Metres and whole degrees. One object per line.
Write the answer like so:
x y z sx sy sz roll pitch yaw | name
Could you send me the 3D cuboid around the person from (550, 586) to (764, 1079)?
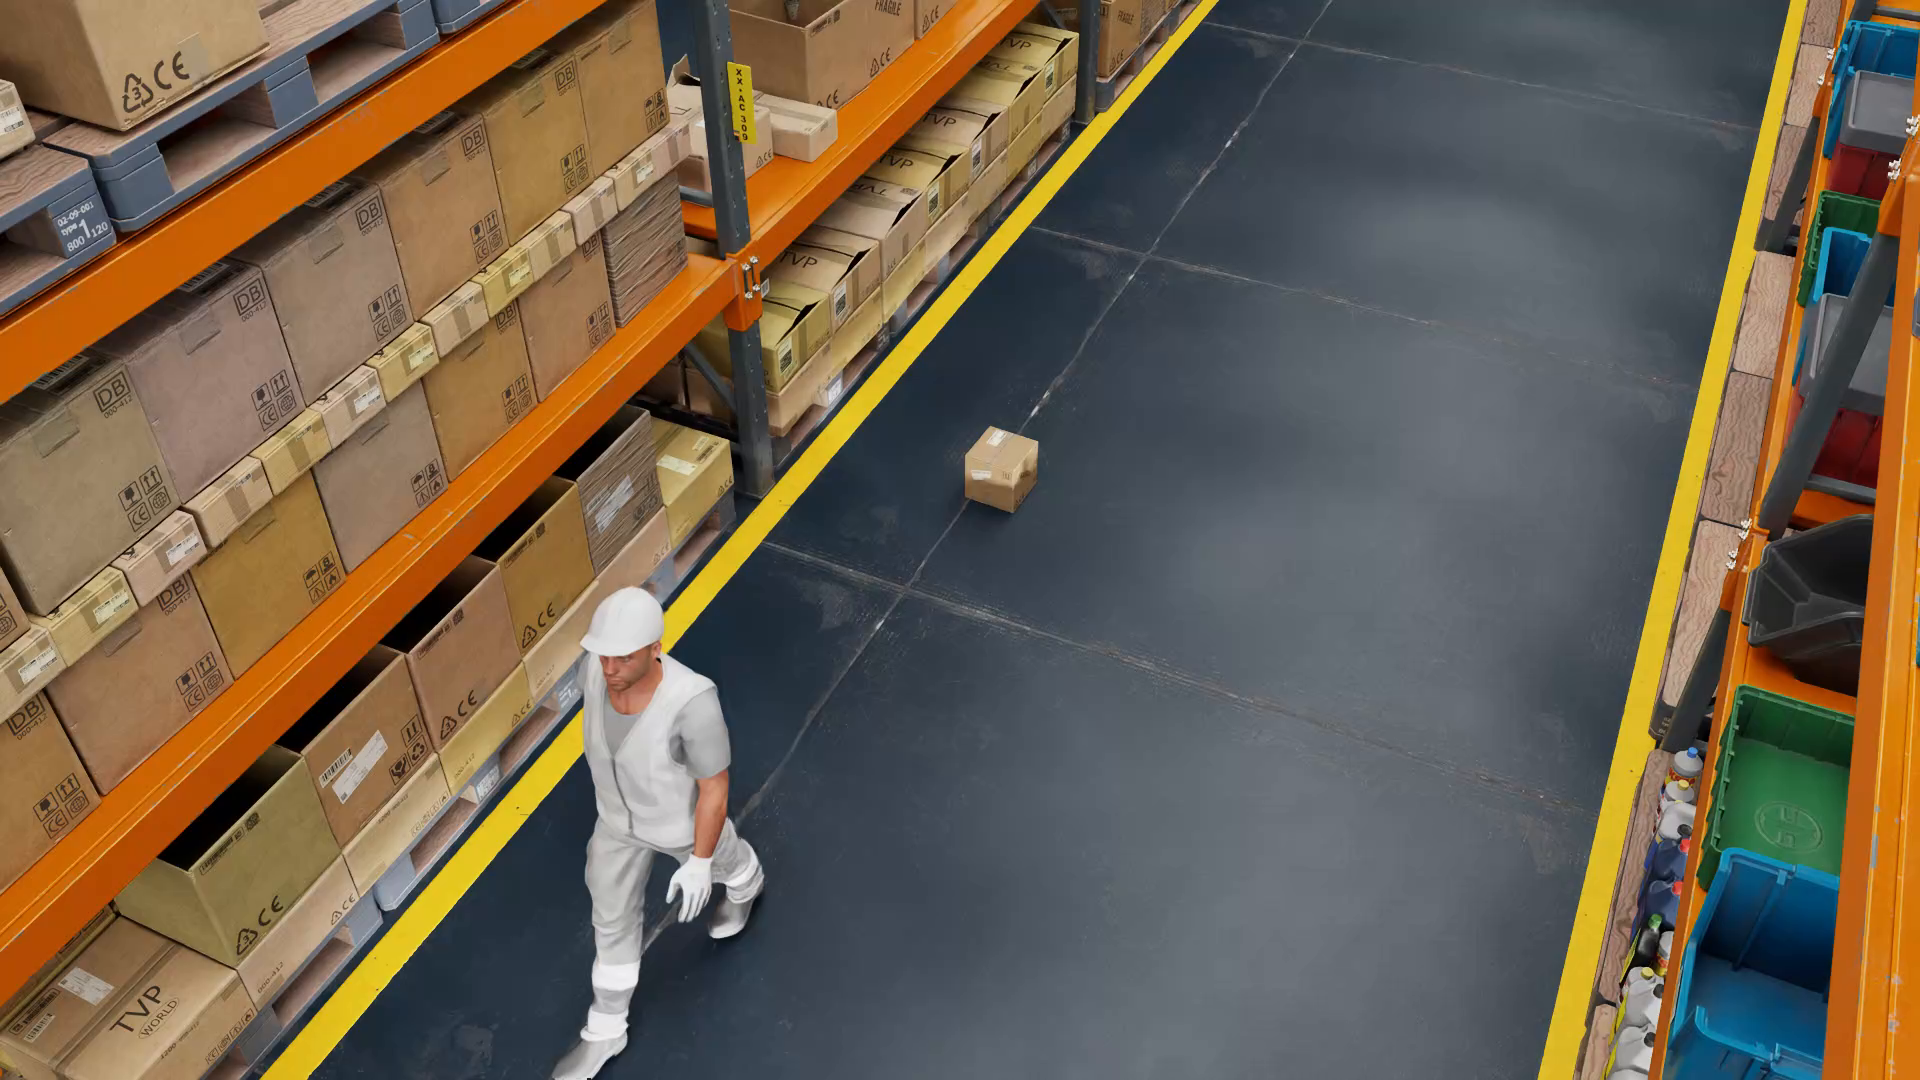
-0.973 0.889 5.126 0.587 1.734 1.020 17 44 18 | person
